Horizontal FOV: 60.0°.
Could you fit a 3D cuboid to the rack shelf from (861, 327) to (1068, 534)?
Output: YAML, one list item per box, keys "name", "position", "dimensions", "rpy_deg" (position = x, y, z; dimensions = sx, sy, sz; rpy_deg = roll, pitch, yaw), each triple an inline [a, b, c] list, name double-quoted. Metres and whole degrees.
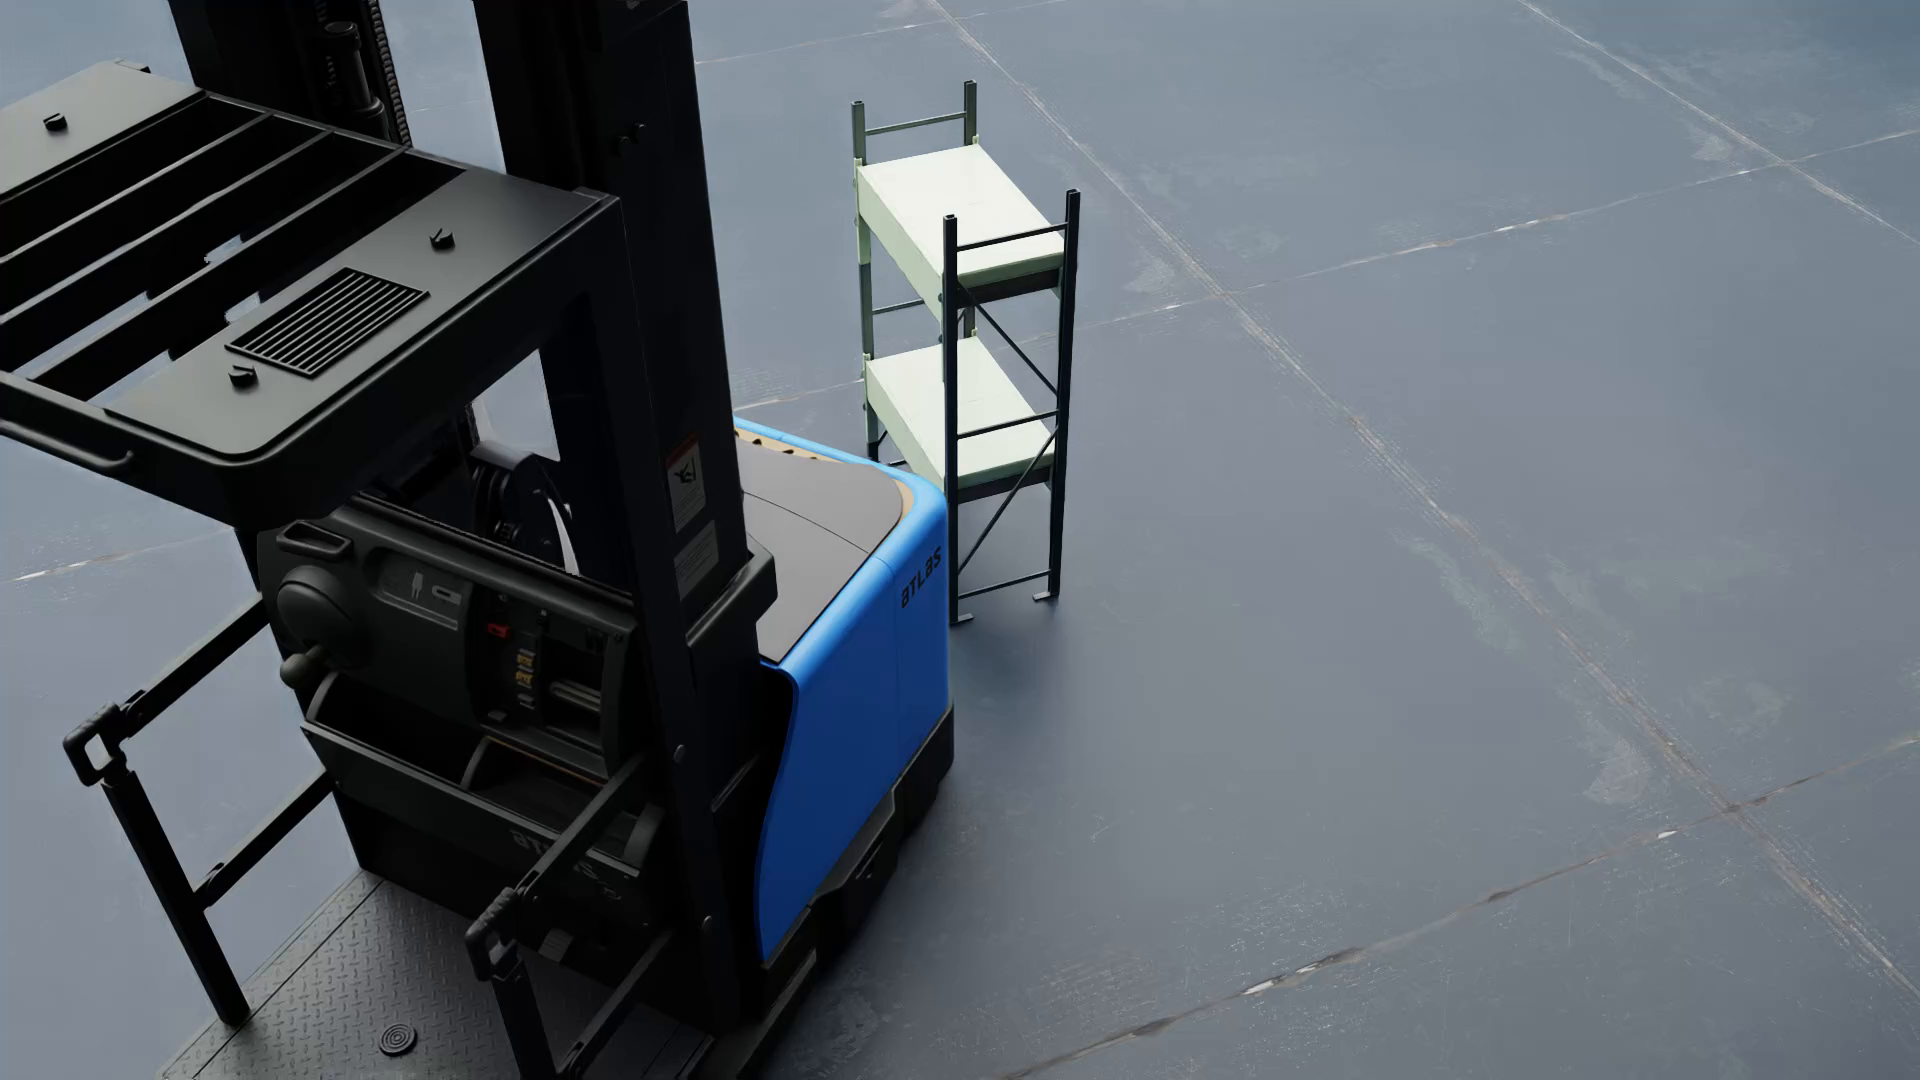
- name: "rack shelf"
  position: [0.003, -0.317, 5.469]
  dimensions: [0.431, 0.370, 0.720]
  rpy_deg: [-15, 43, -17]

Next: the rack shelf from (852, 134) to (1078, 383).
- name: "rack shelf"
  position: [0.003, -0.861, 5.002]
  dimensions: [0.431, 0.370, 0.720]
  rpy_deg: [-15, 43, -17]

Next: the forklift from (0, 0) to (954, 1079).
- name: "forklift"
  position: [-1.141, 0.270, 3.189]
  dimensions: [1.130, 2.935, 3.031]
  rpy_deg: [19, 44, 20]

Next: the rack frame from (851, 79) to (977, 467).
- name: "rack frame"
  position: [-0.137, -0.785, 5.513]
  dimensions: [0.400, 1.500, 0.023]
  rpy_deg: [-15, 43, -17]

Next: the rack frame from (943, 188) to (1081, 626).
- name: "rack frame"
  position: [0.143, -0.344, 5.000]
  dimensions: [0.400, 1.500, 0.023]
  rpy_deg: [-15, 43, -17]

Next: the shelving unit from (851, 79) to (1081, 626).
- name: "shelving unit"
  position: [0.003, -0.565, 5.256]
  dimensions: [0.431, 1.500, 0.755]
  rpy_deg: [-15, 43, -17]
